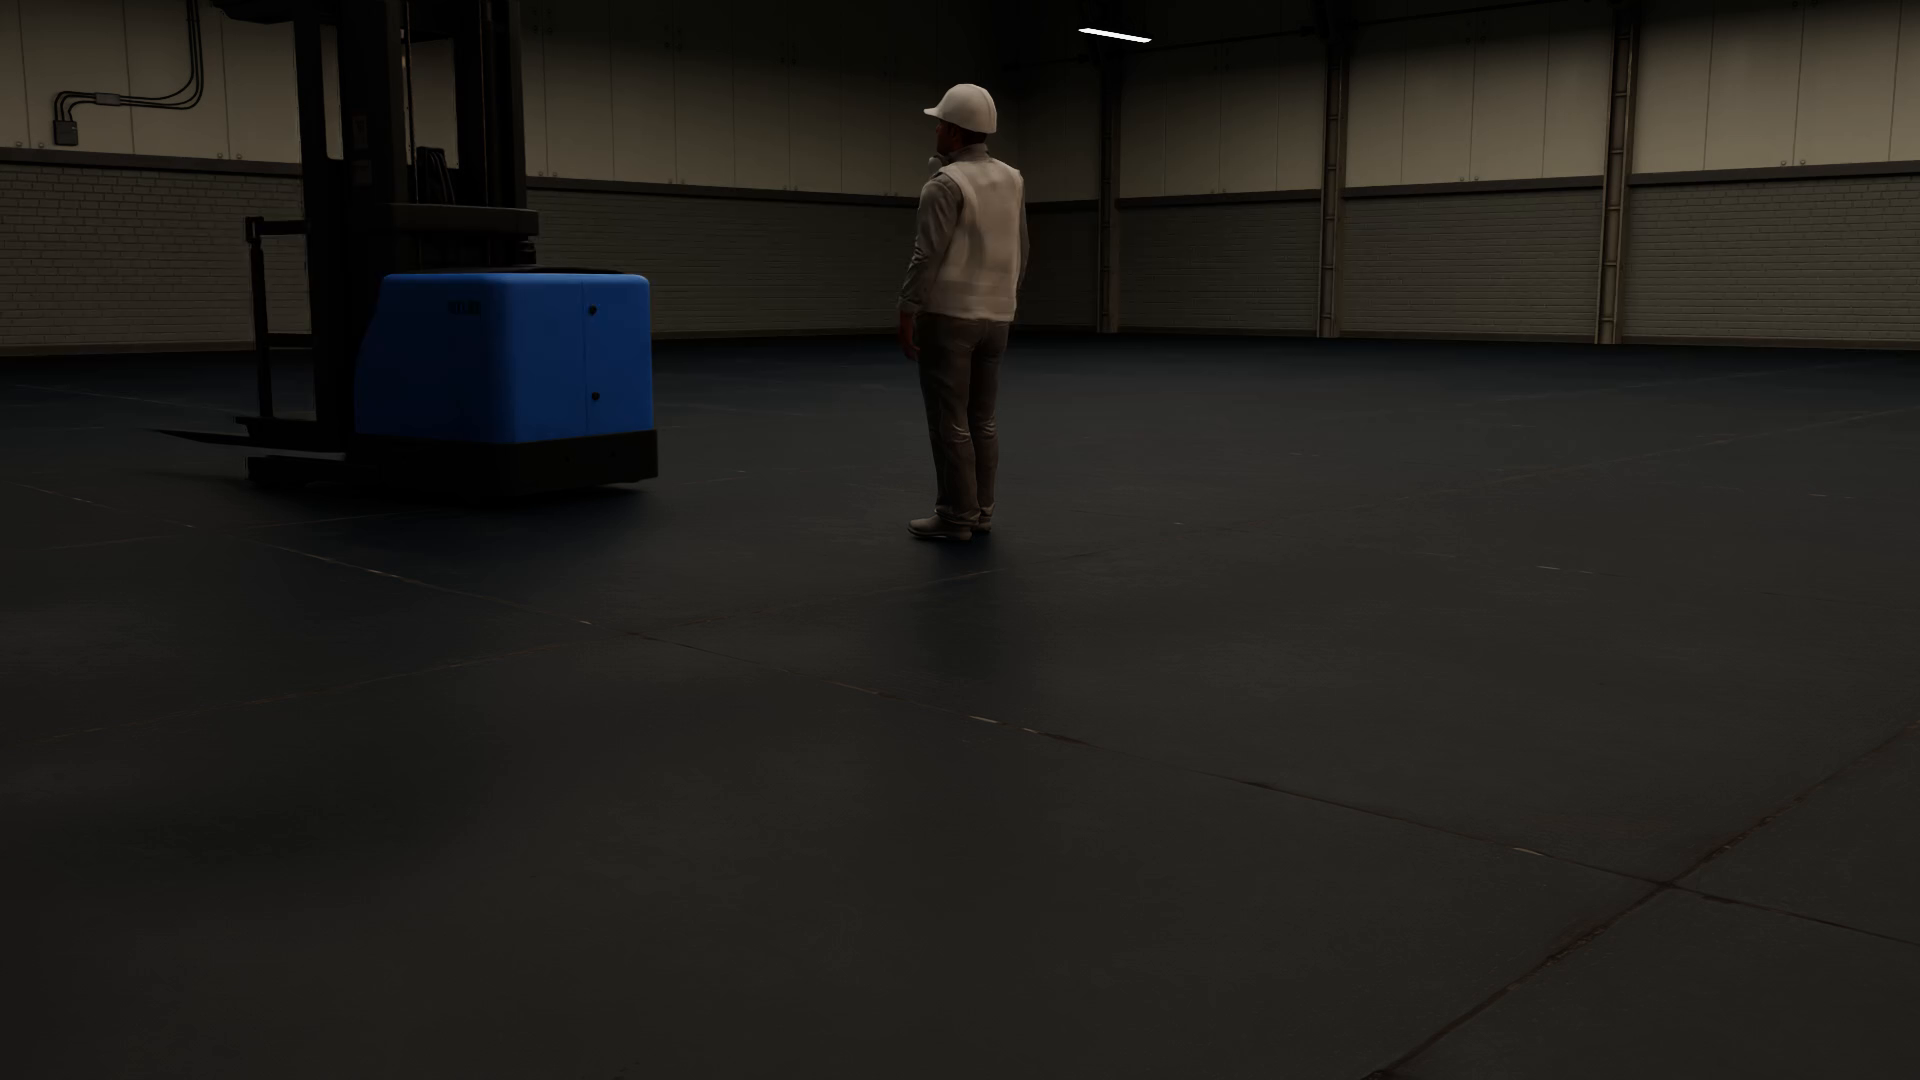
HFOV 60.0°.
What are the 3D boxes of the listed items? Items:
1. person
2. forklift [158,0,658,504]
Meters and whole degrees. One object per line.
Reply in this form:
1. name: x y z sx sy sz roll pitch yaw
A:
1. person: -0.040 -0.892 6.632 0.566 1.775 0.634 8 12 43
2. forklift: -3.029 -1.758 8.551 3.031 2.935 1.130 6 10 33
